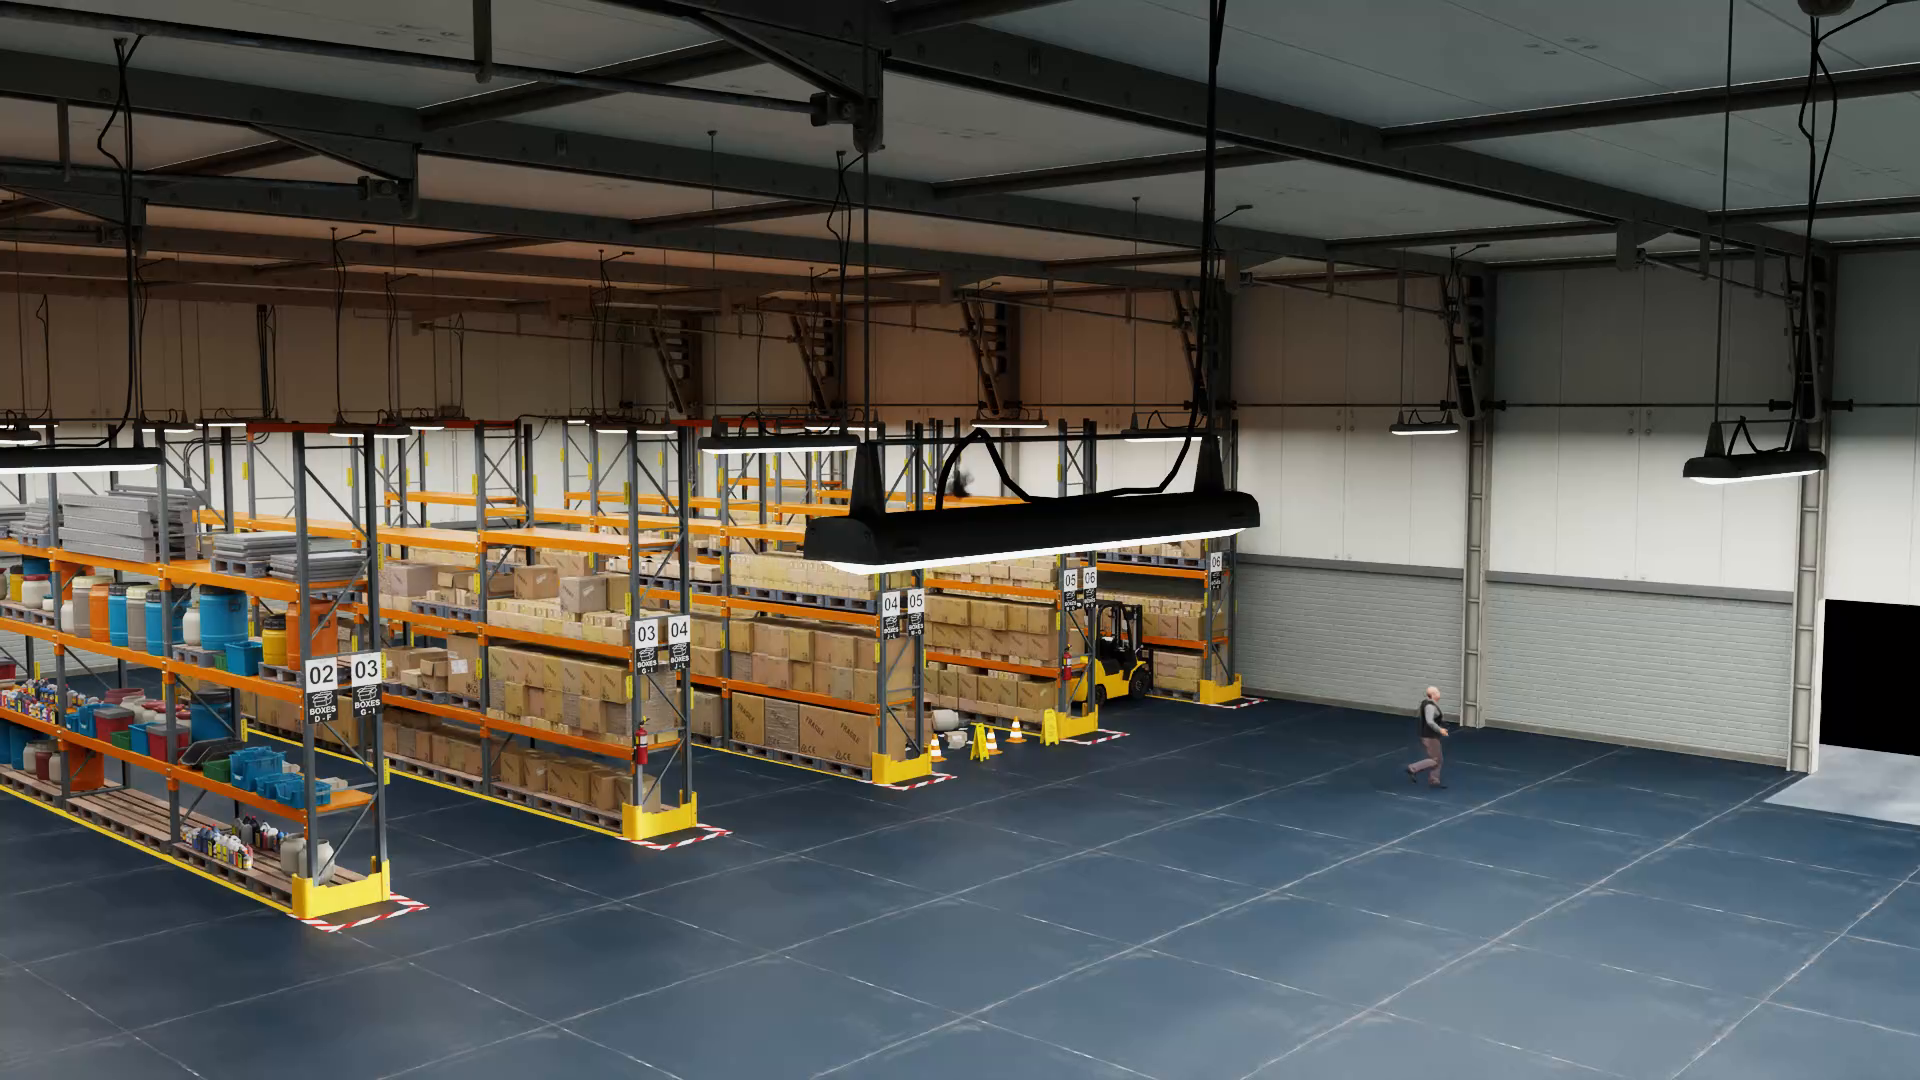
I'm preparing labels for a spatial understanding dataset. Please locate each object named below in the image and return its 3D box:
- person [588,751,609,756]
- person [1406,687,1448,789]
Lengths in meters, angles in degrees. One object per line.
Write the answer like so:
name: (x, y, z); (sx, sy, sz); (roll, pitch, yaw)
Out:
person: (-6.422, 3.082, 29.832); (0.557, 1.621, 0.599); (3, 6, 32)
person: (7.695, 3.260, 27.417); (0.723, 1.706, 0.667); (0, 5, 4)
